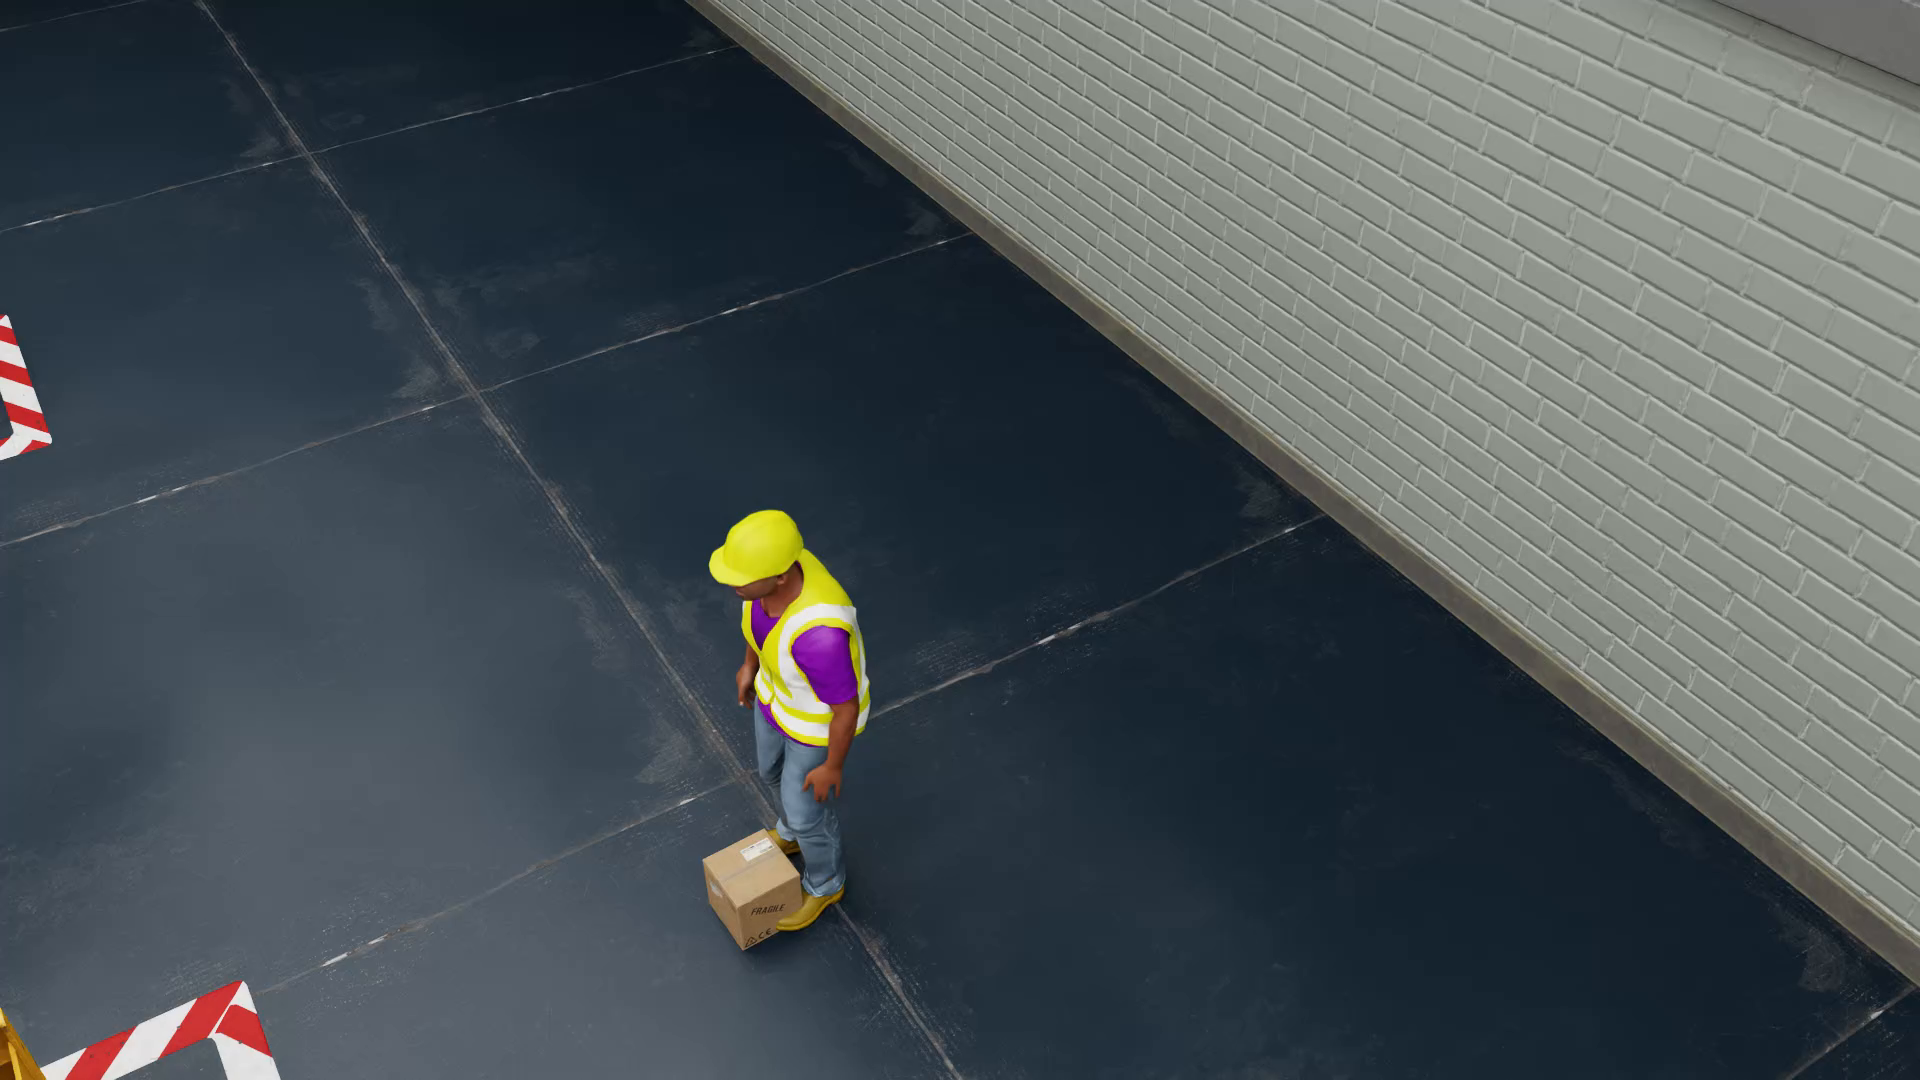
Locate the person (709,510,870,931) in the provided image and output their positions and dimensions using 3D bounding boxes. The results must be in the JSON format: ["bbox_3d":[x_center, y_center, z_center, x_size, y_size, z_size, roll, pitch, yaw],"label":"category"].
[{"bbox_3d":[-0.544,0.571,5.475,0.457,1.761,0.626,-22,45,-24],"label":"person"}]
